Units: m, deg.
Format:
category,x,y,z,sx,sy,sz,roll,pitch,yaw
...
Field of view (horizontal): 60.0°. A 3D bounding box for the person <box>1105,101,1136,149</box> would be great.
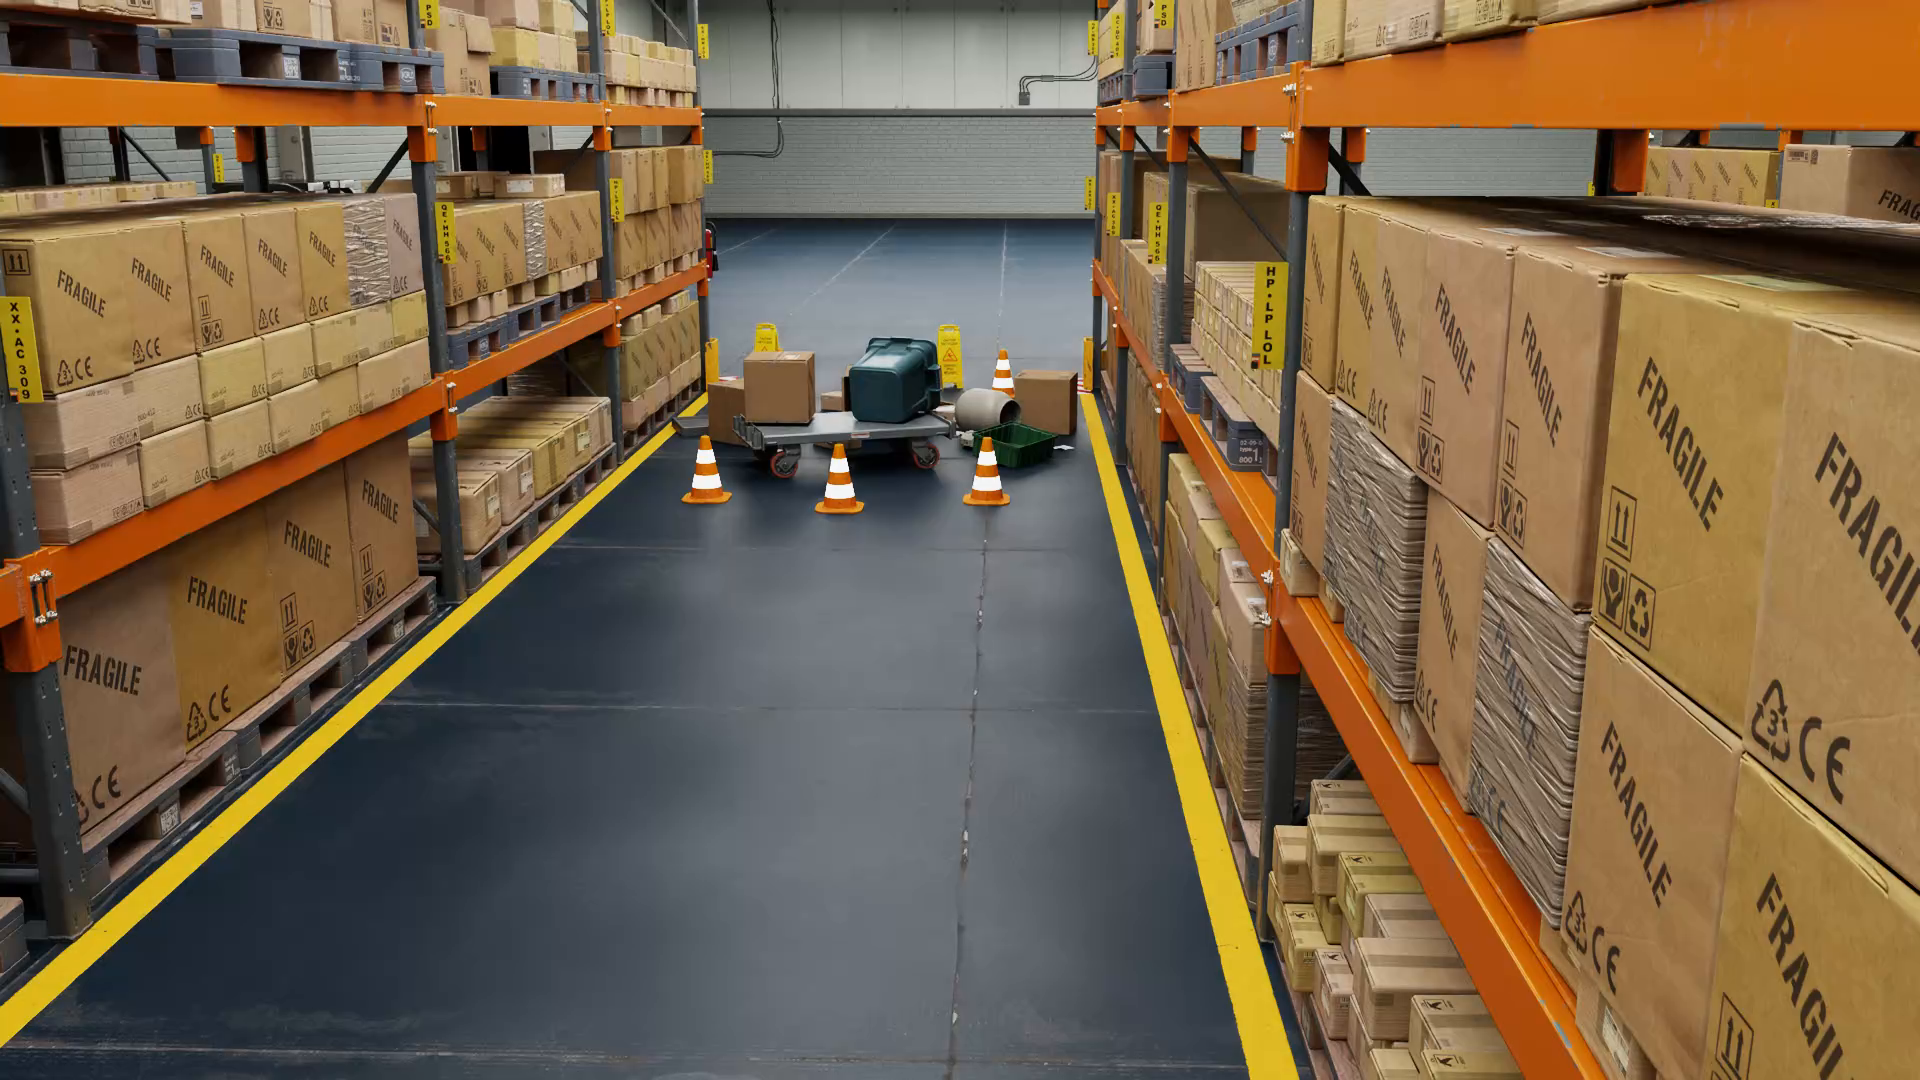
category,x,y,z,sx,sy,sz,roll,pitch,yaw
person,-1.786,-0.969,6.512,9.744,2.370,22.327,5,15,21
